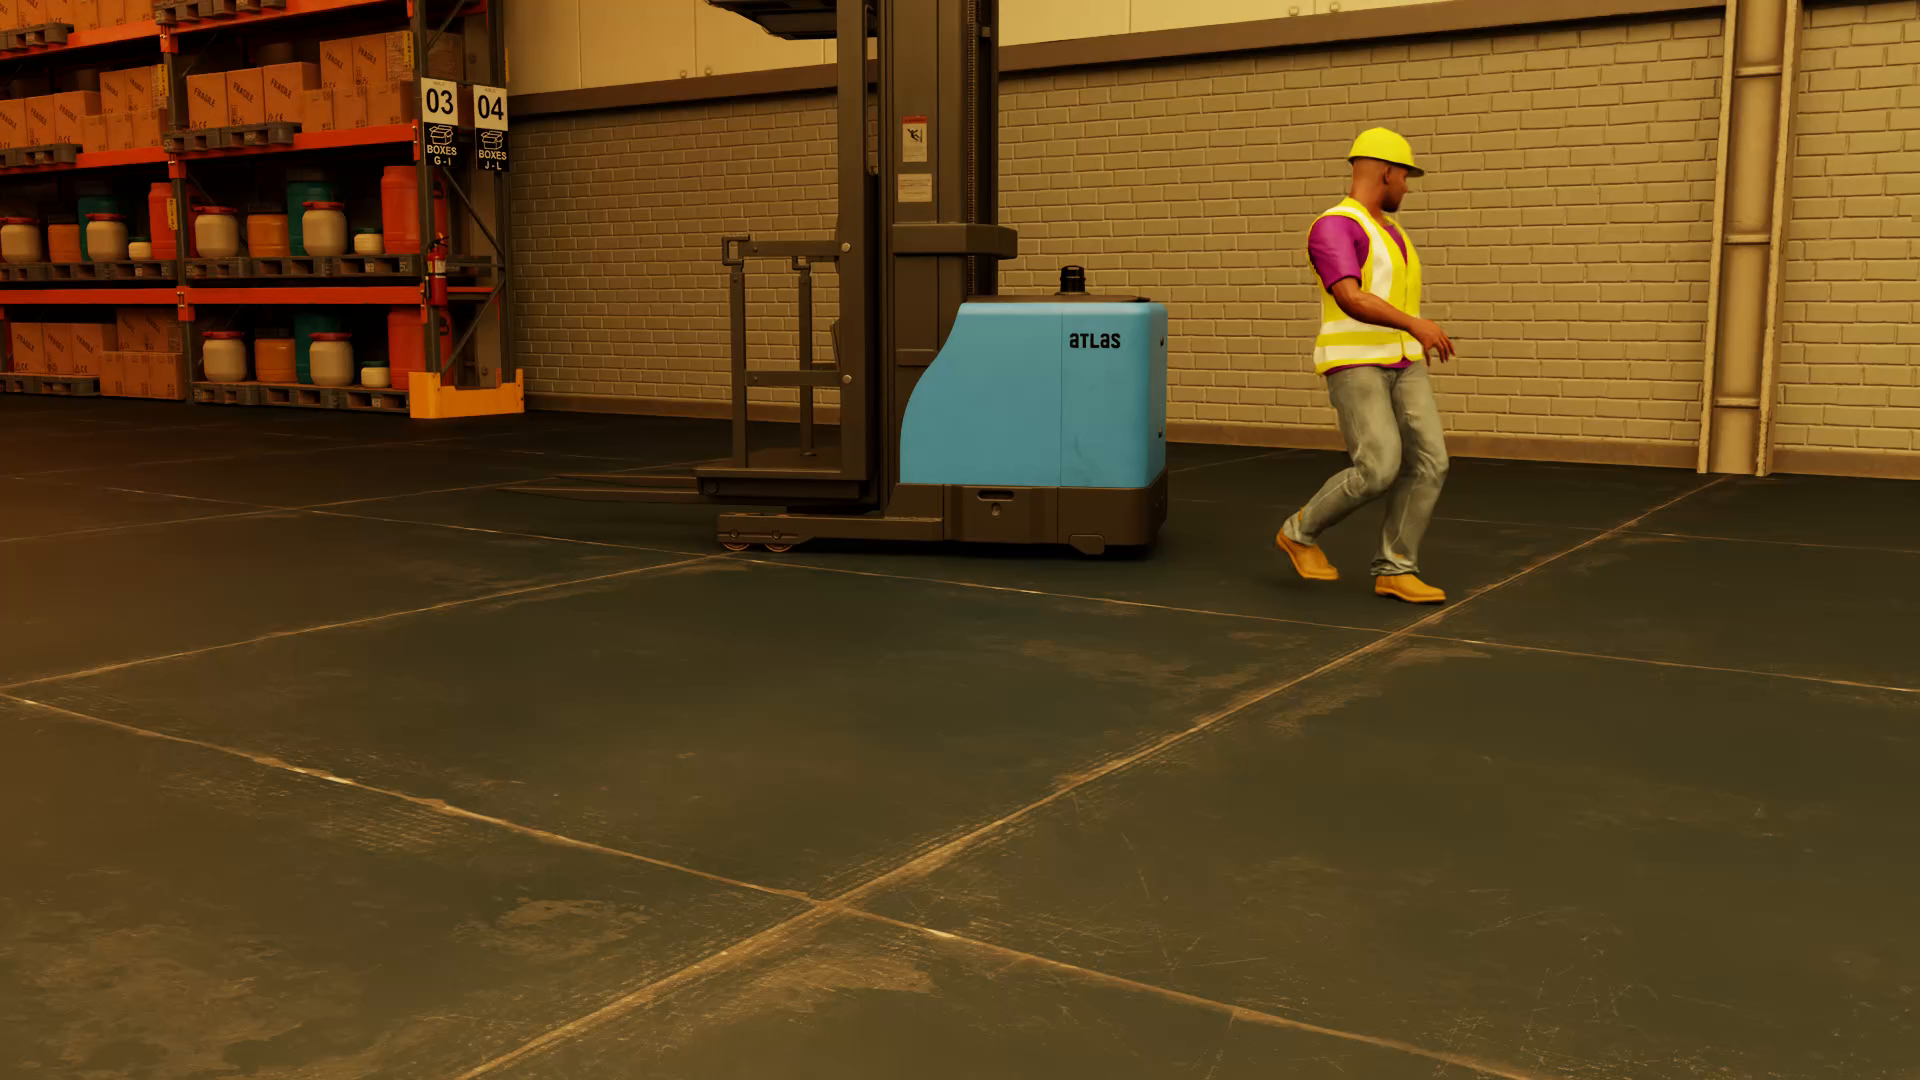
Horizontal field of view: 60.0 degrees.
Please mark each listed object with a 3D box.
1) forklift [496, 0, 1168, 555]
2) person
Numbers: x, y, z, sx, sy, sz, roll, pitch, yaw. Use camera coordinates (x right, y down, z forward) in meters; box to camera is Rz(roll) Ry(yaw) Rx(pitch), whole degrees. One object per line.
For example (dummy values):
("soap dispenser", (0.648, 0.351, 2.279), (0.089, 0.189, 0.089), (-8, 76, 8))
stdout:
("forklift", (-0.596, -1.469, 7.520), (3.031, 2.935, 1.130), (2, 8, 12))
("person", (1.541, -0.645, 6.106), (0.713, 1.702, 0.665), (-6, 10, -38))
